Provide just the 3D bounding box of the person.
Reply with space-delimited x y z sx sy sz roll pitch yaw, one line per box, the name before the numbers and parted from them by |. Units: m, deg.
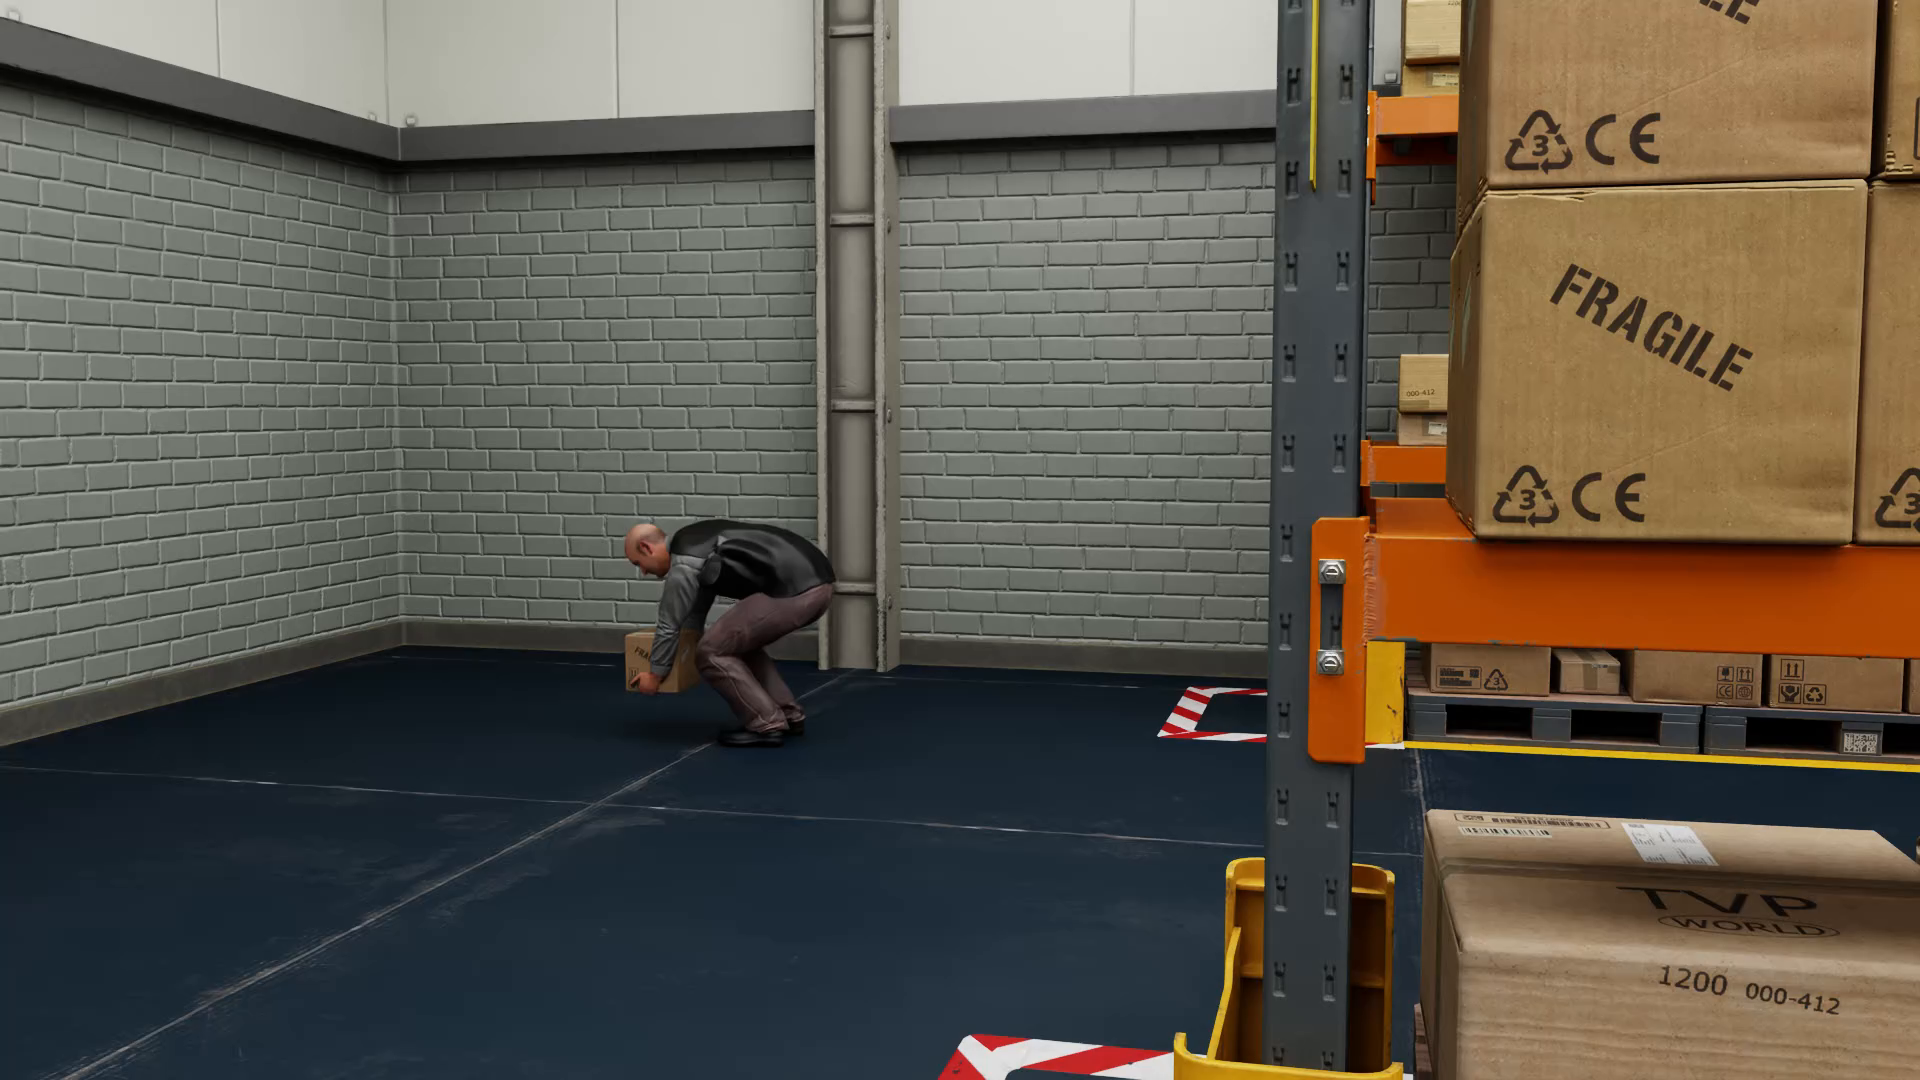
person | -1.031 0.398 7.387 0.942 0.977 0.520 1 5 11
